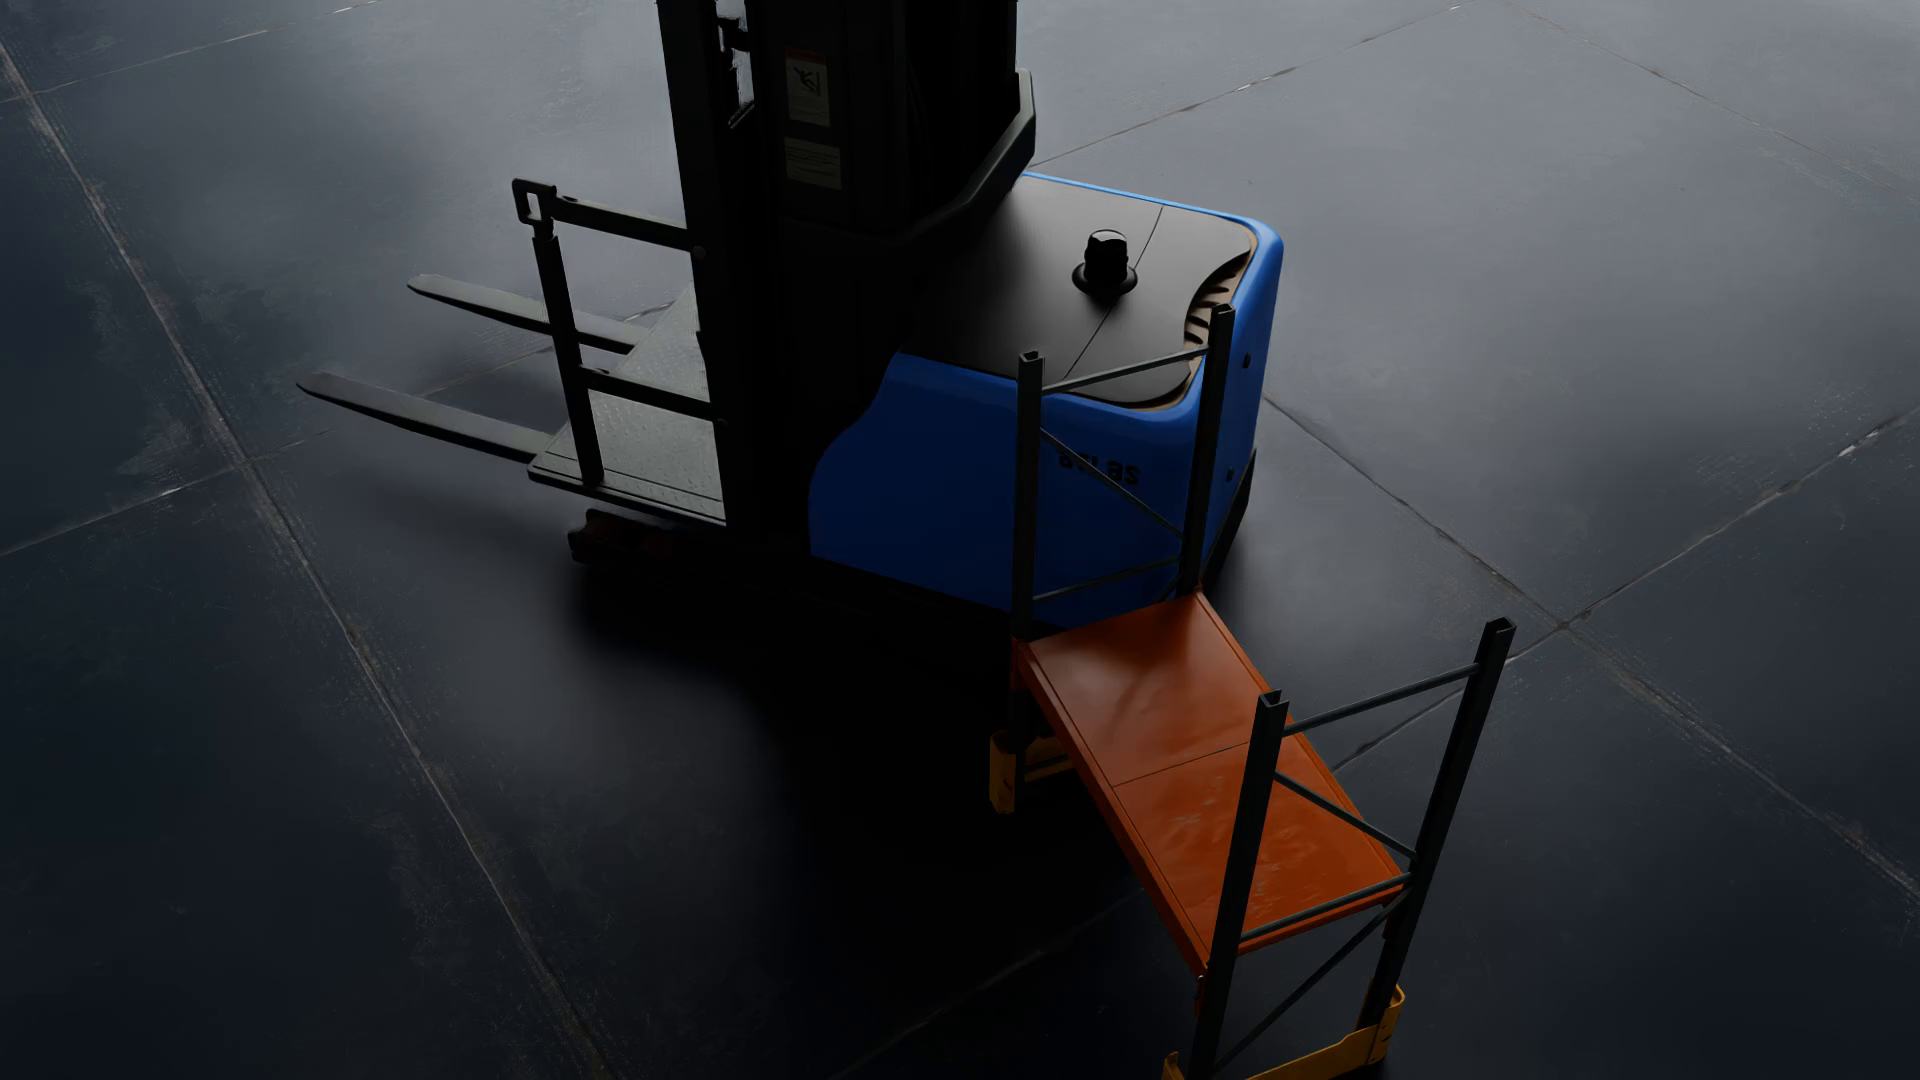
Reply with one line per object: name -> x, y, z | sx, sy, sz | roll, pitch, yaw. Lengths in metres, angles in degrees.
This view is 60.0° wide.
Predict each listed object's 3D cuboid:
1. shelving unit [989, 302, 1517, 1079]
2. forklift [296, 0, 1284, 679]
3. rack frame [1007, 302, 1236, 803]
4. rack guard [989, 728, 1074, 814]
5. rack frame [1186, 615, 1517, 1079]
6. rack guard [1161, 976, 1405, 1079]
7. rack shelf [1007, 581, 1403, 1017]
shelving unit -> 0.547, 0.418, 3.726 | 0.587, 1.500, 1.083 | -16, 46, -16
forklift -> -0.655, -1.235, 4.421 | 3.031, 2.935, 1.130 | 16, 46, 16
rack frame -> 0.361, 0.098, 4.061 | 0.500, 1.500, 0.032 | -16, 46, -16
rack guard -> 0.361, 0.551, 4.492 | 0.587, 0.250, 0.087 | -16, 46, -16
rack frame -> 0.741, 0.749, 3.379 | 0.500, 1.500, 0.032 | -16, 46, -16
rack guard -> 0.734, 1.189, 3.824 | 0.587, 0.250, 0.087 | -16, 46, -16
rack shelf -> 0.551, 0.554, 3.844 | 0.538, 0.185, 1.000 | -16, 46, -16
